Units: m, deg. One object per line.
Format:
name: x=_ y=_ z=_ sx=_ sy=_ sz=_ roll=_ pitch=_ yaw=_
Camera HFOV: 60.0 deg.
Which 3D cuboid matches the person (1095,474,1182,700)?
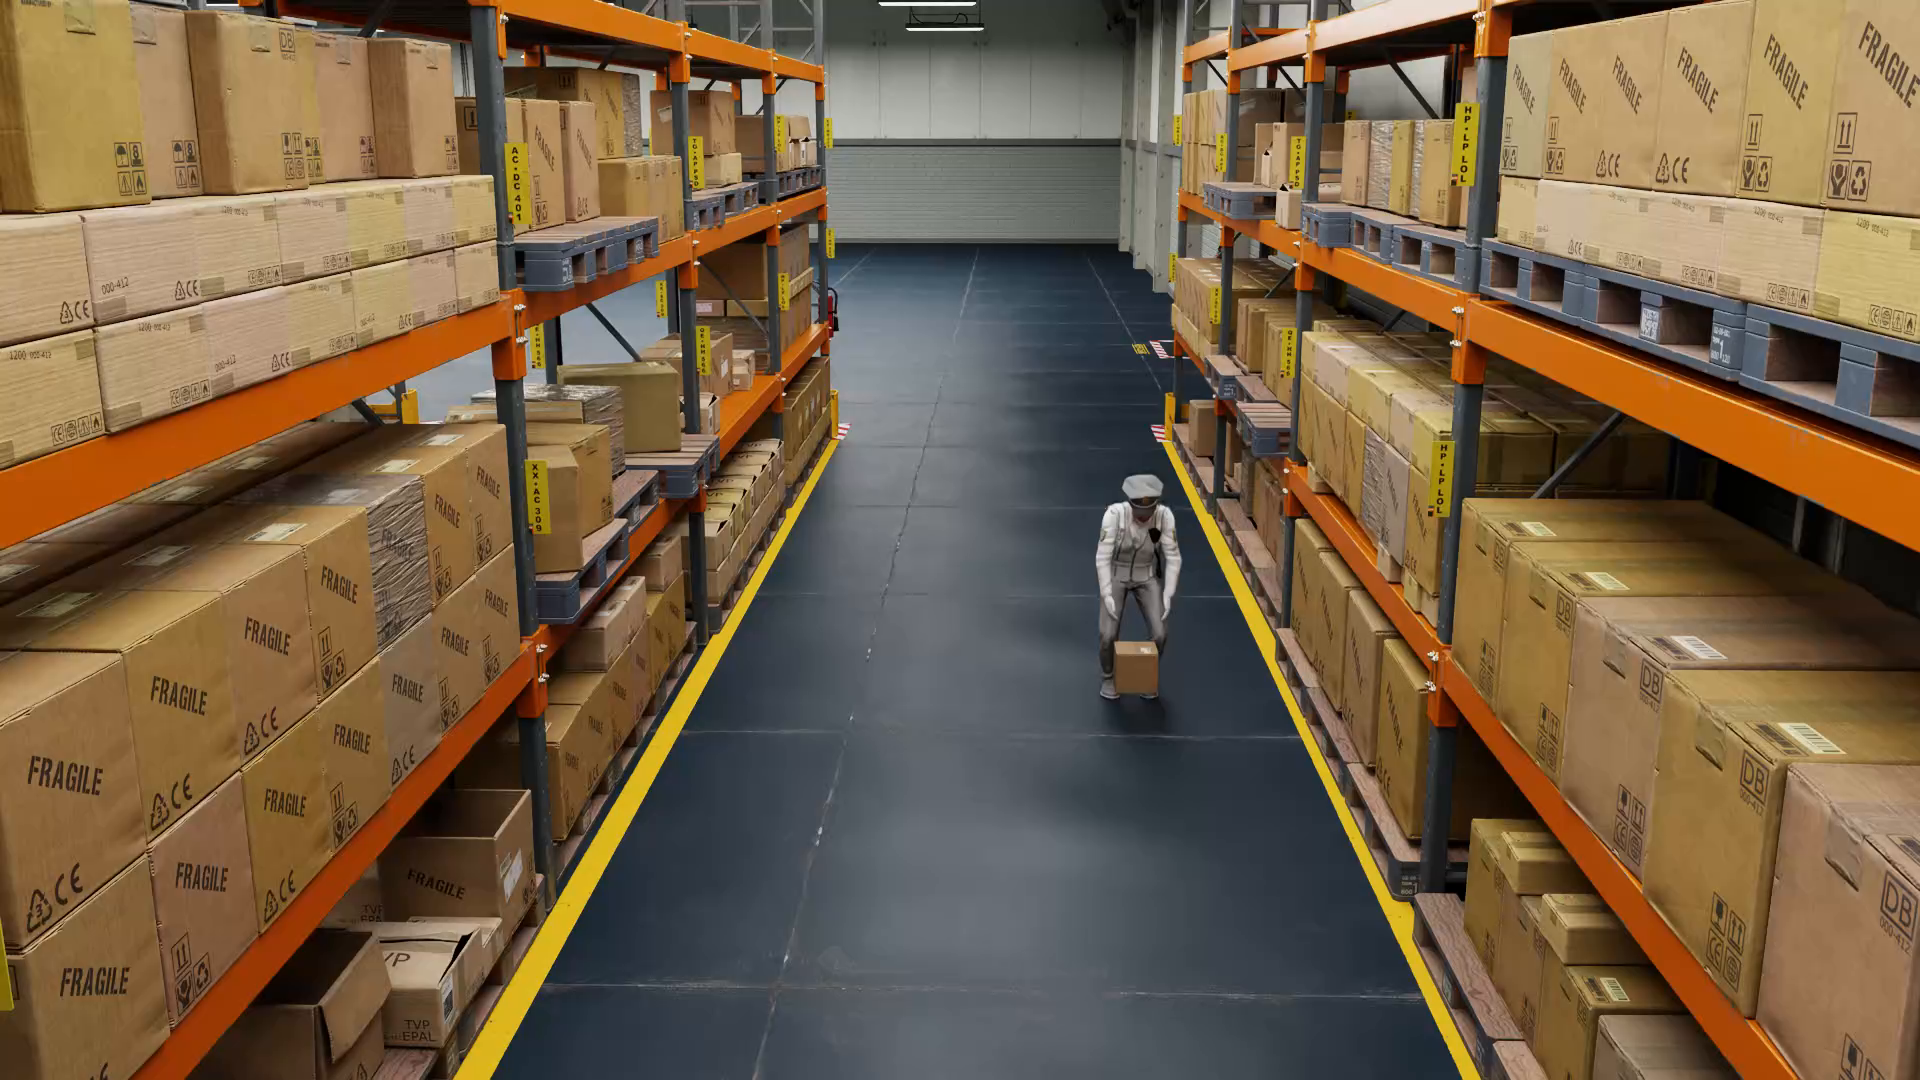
person: x=1.102 y=0.283 z=10.320 sx=0.533 sy=1.455 sz=0.654 roll=0 pitch=14 yaw=2
